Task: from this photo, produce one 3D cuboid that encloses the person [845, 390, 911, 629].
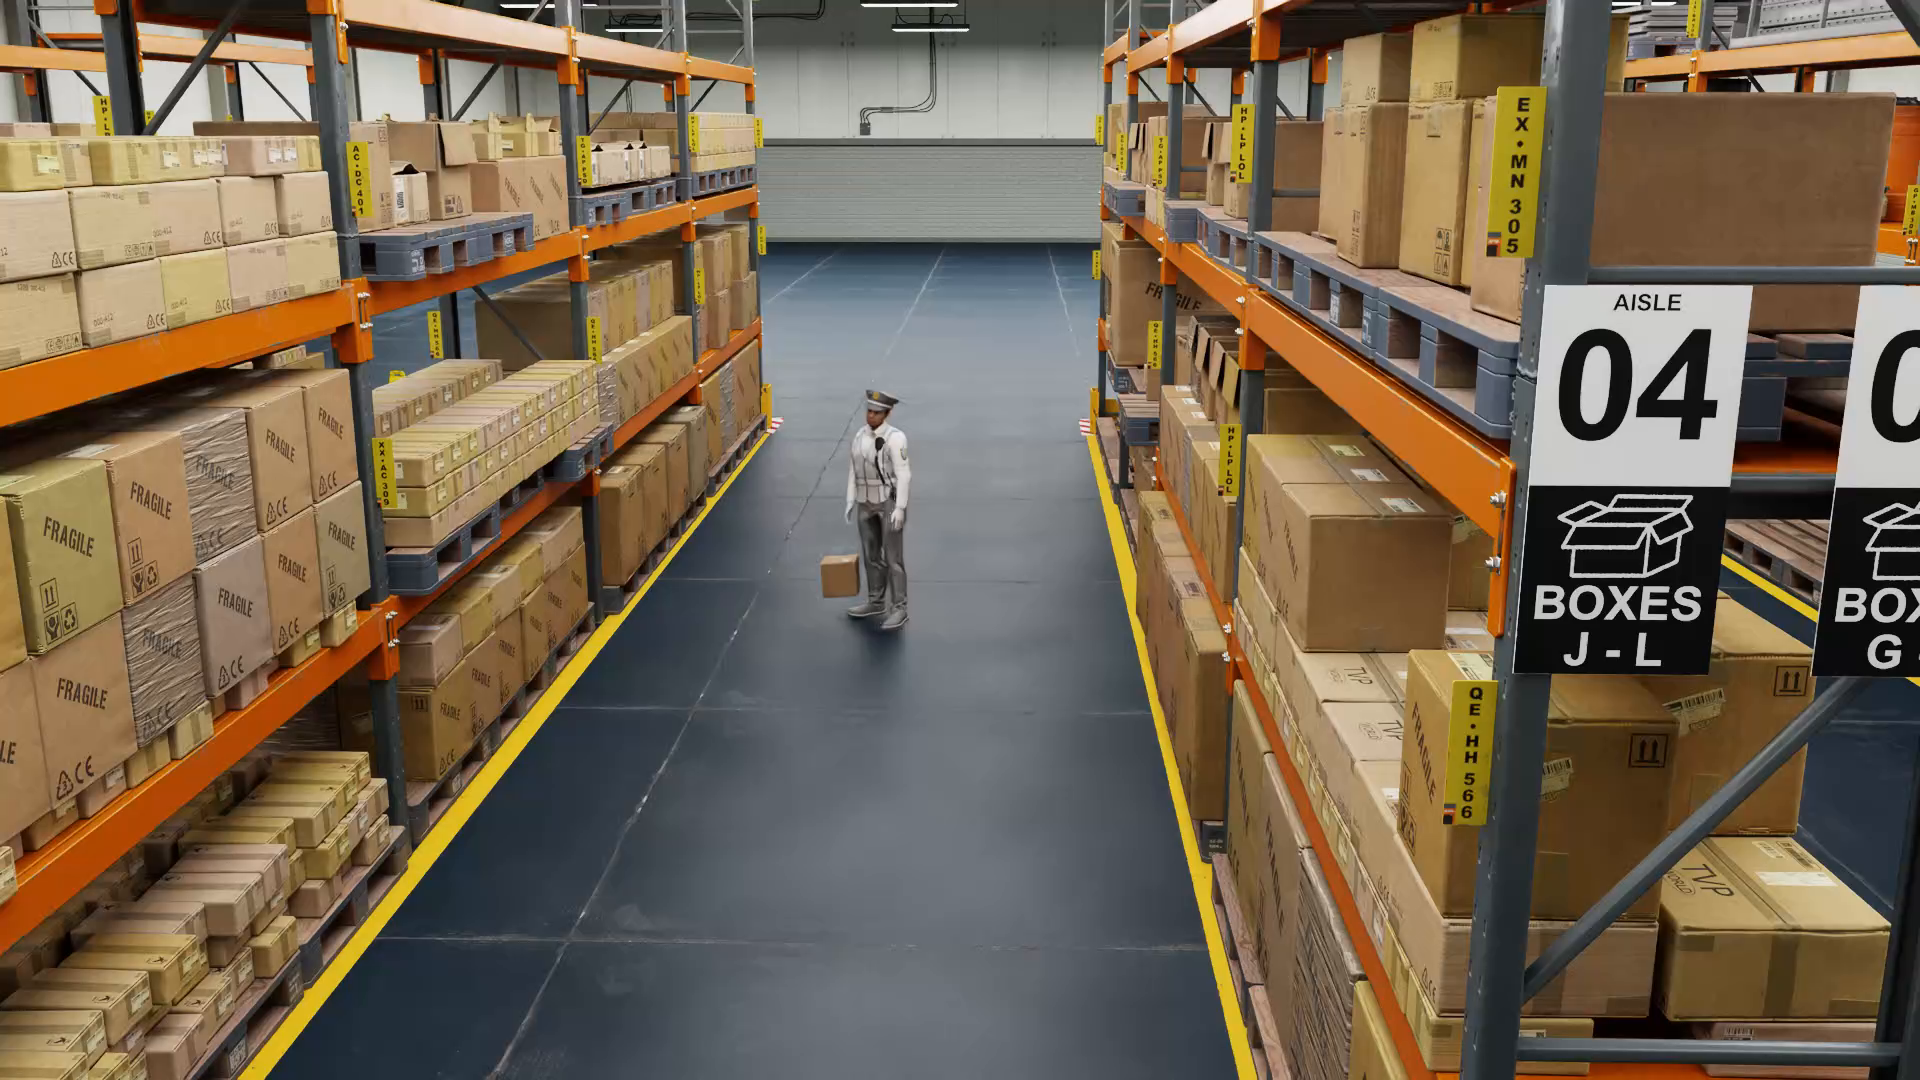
[{"bbox_3d":[-0.584,-0.233,11.795,0.583,1.690,0.355,12,18,39],"label":"person"}]
